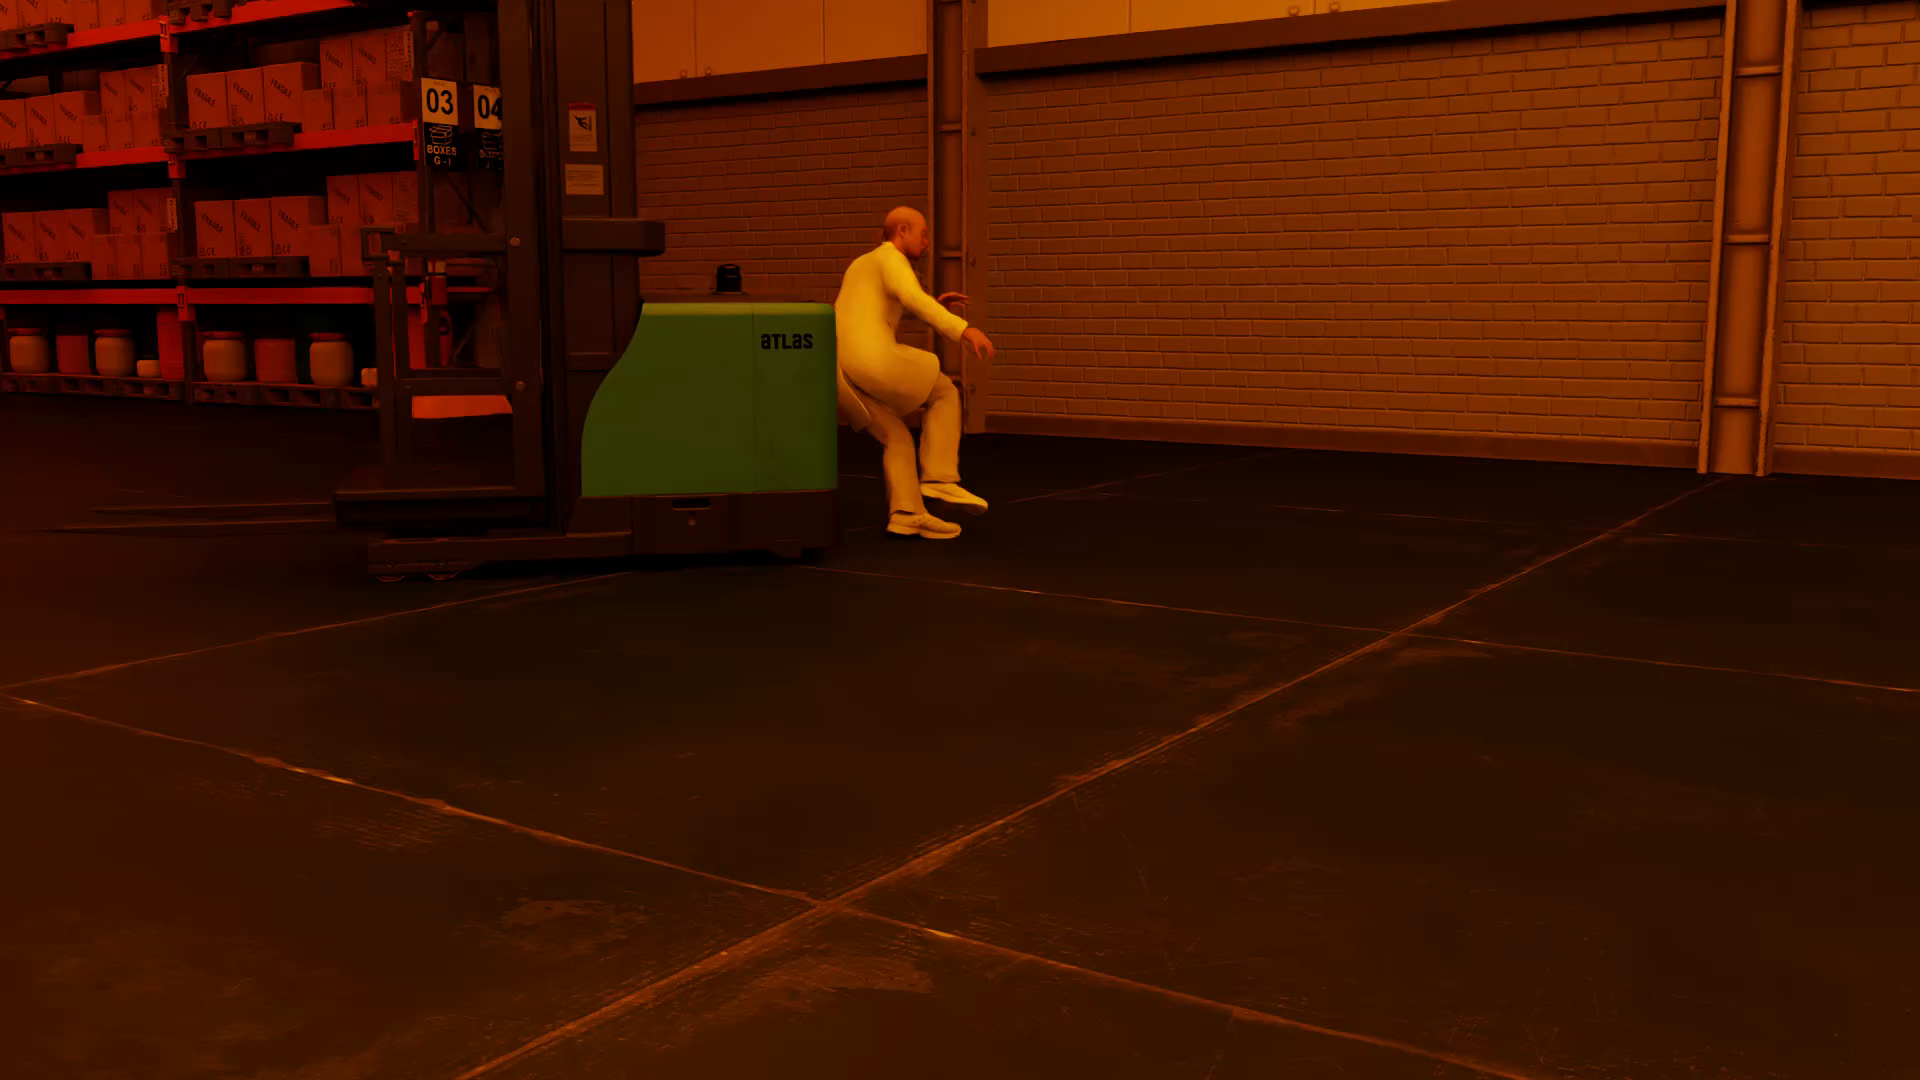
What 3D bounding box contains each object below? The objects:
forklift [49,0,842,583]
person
[{"bbox_3d":[-2.070,-1.368,6.815,3.031,2.935,1.130,-2,8,-15],"label":"forklift"},{"bbox_3d":[-0.199,-0.819,7.971,0.906,1.545,1.033,-8,11,-43],"label":"person"}]
